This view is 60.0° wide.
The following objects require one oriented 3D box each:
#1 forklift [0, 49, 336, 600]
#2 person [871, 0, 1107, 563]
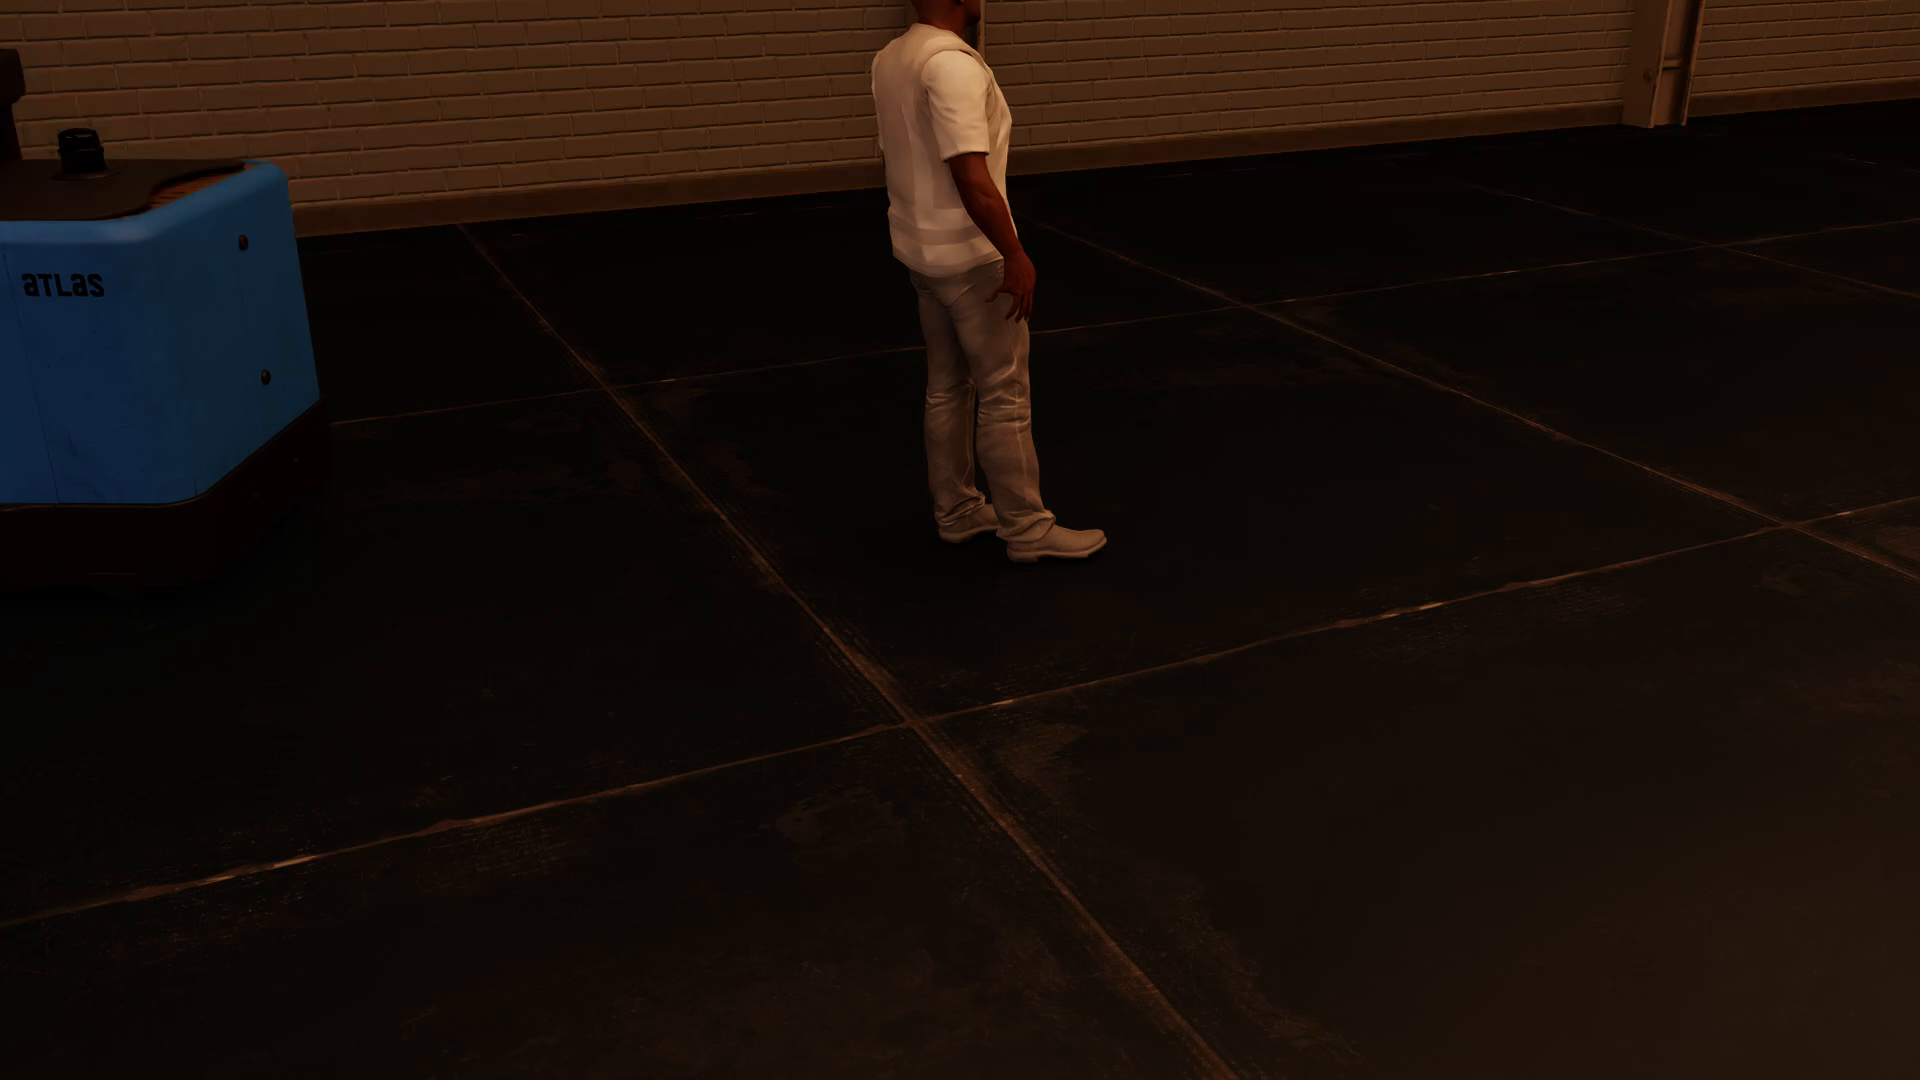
[{"bbox_3d":[-3.586,-1.371,4.587,3.031,2.935,1.130,1,23,1],"label":"forklift"},{"bbox_3d":[0.066,-0.832,4.788,0.575,1.768,0.665,-10,25,-23],"label":"person"}]
